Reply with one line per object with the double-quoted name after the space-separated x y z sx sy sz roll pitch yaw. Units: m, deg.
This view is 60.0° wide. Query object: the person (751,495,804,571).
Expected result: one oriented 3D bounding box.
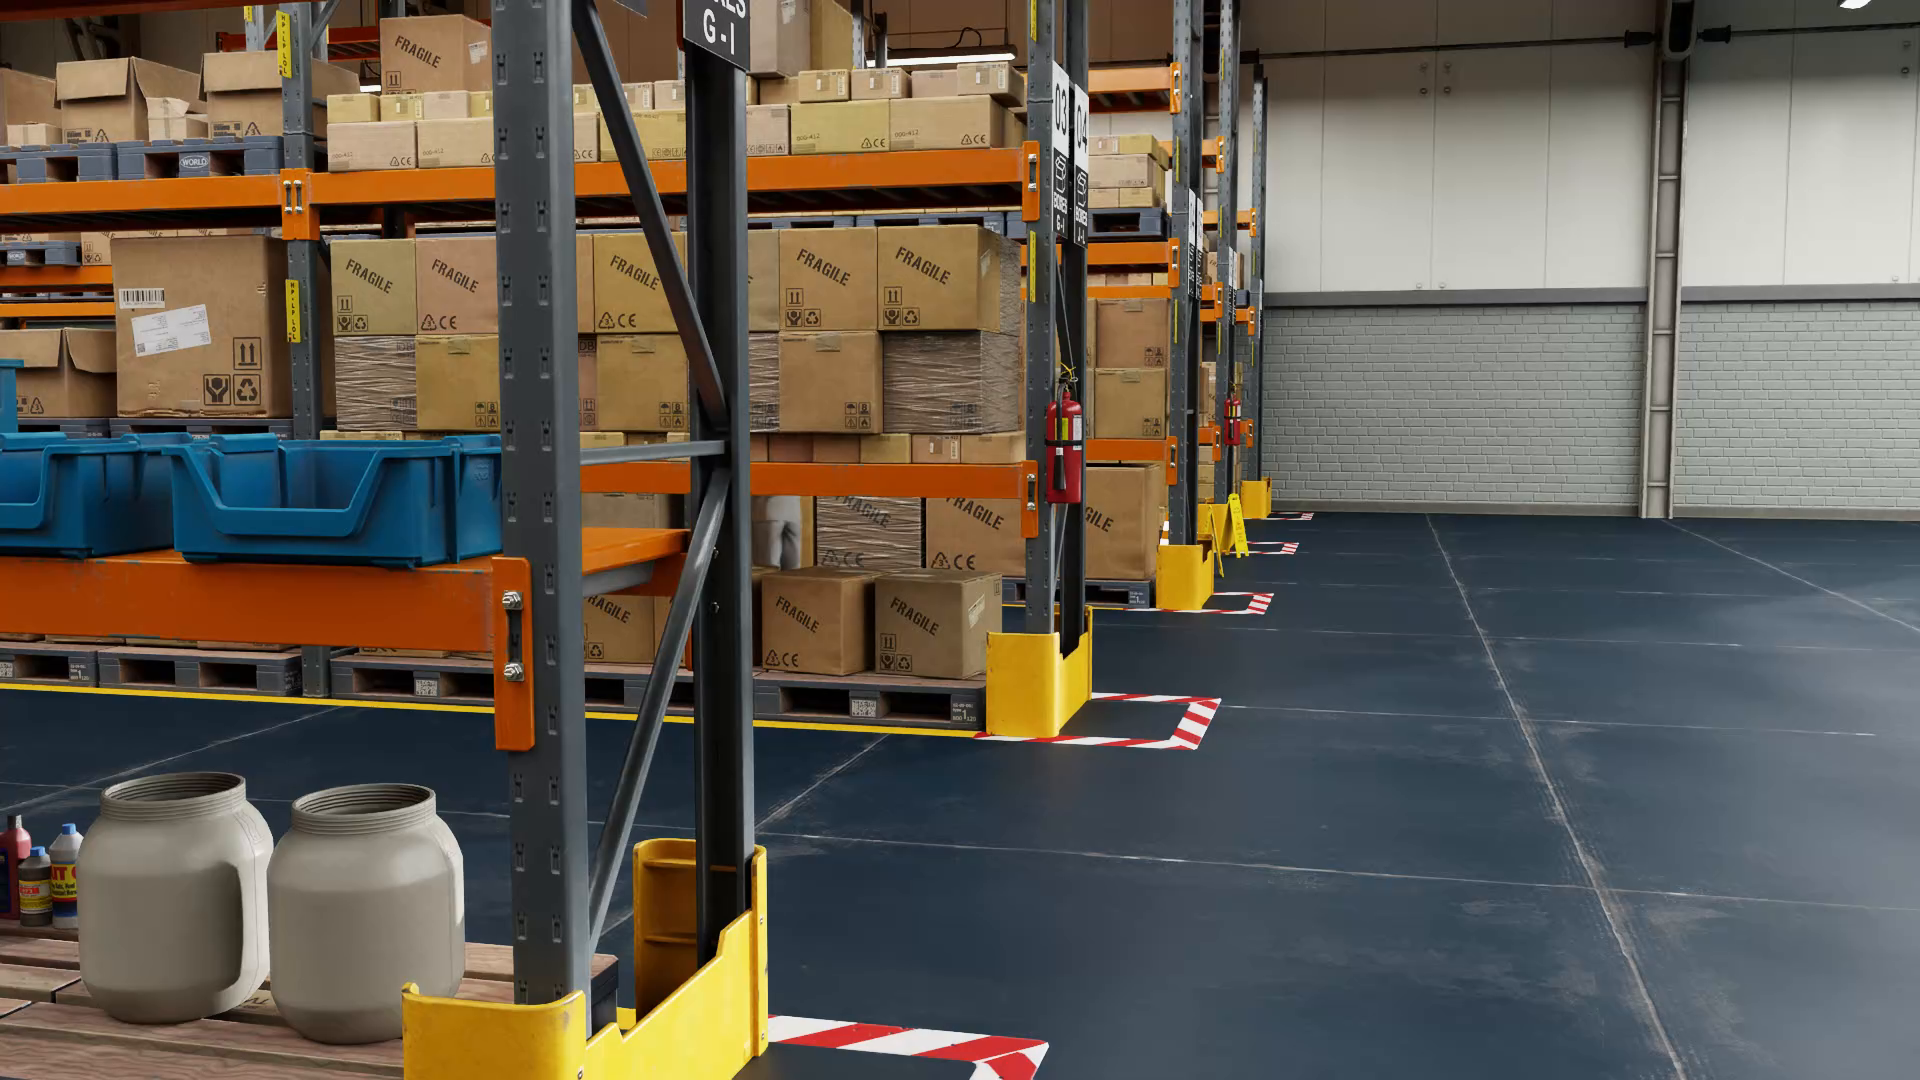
-1.160 -0.090 10.236 0.487 1.673 0.530 -4 6 -39 "person"
